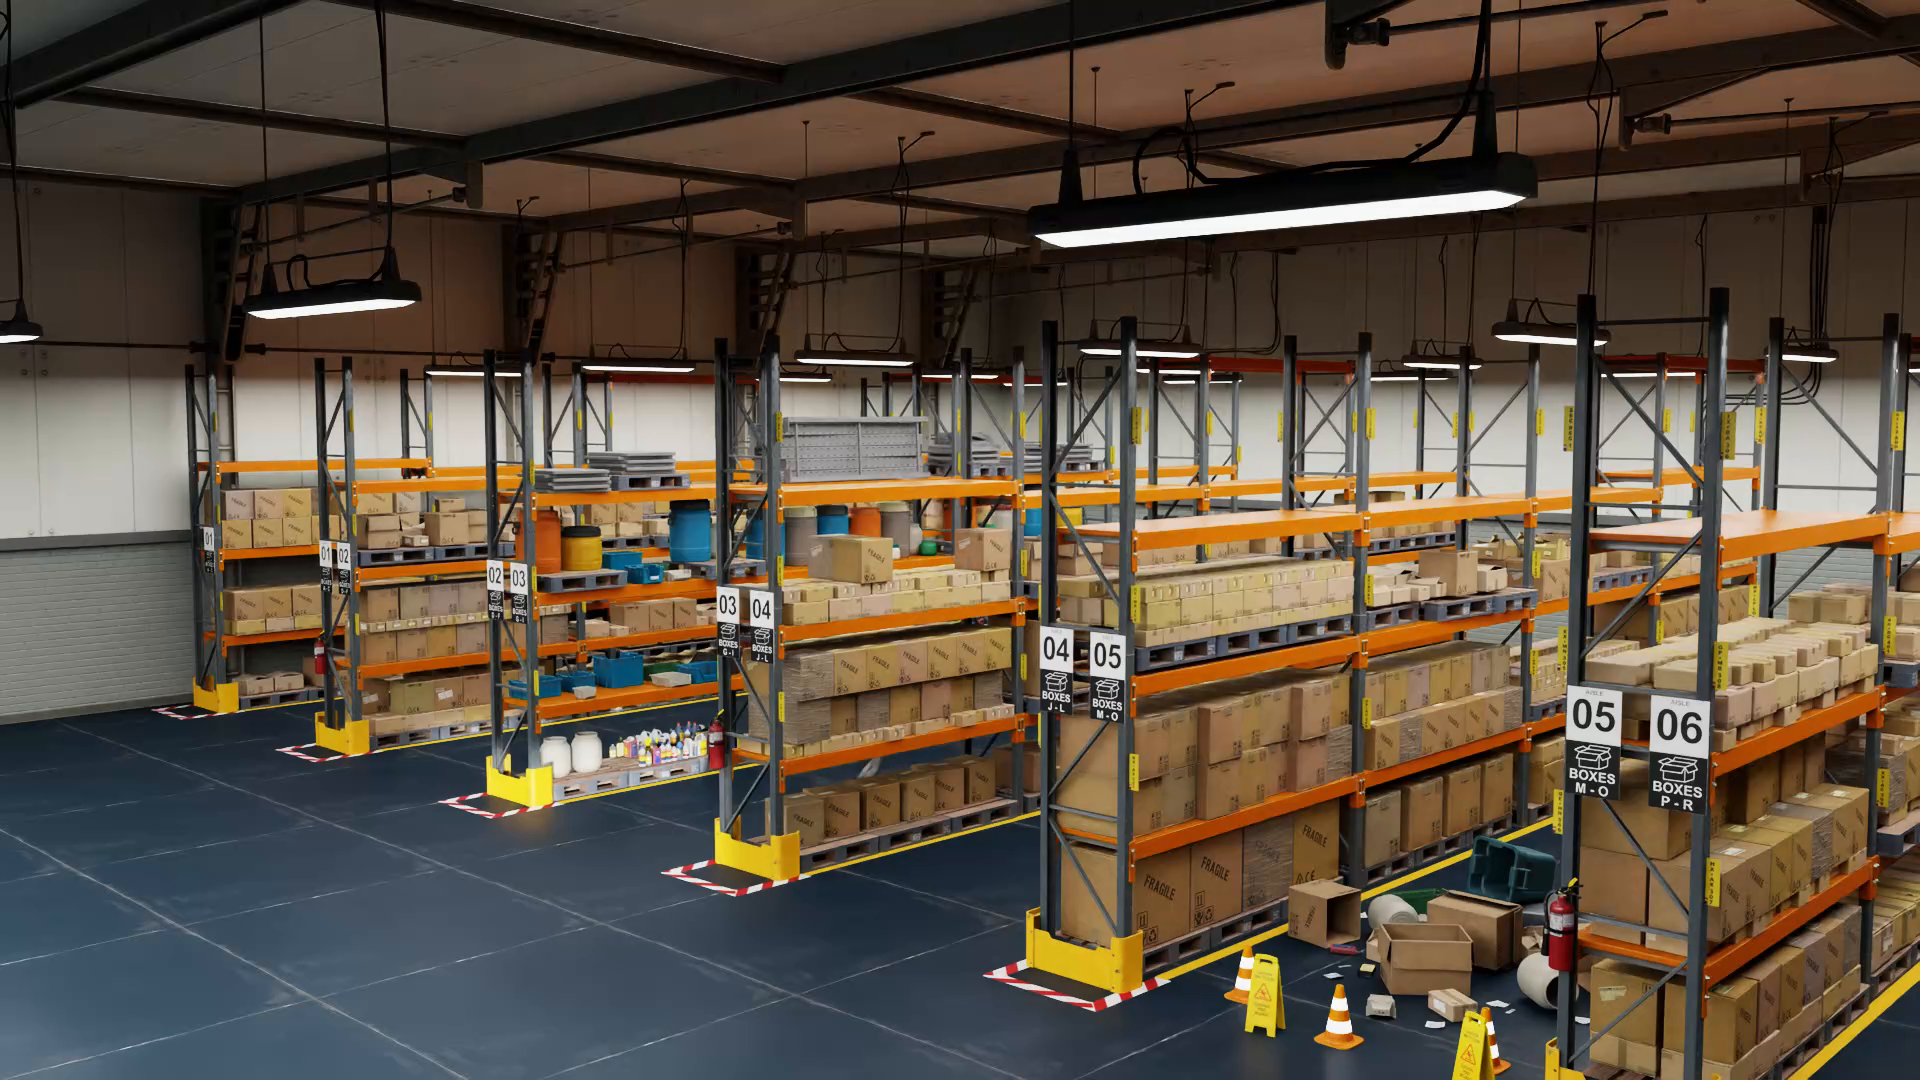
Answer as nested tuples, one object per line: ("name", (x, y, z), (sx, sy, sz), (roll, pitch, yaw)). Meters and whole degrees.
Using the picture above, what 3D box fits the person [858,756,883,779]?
("person", (-1.121, 2.708, 22.386), (0.752, 1.500, 0.512), (-4, 6, -42))
